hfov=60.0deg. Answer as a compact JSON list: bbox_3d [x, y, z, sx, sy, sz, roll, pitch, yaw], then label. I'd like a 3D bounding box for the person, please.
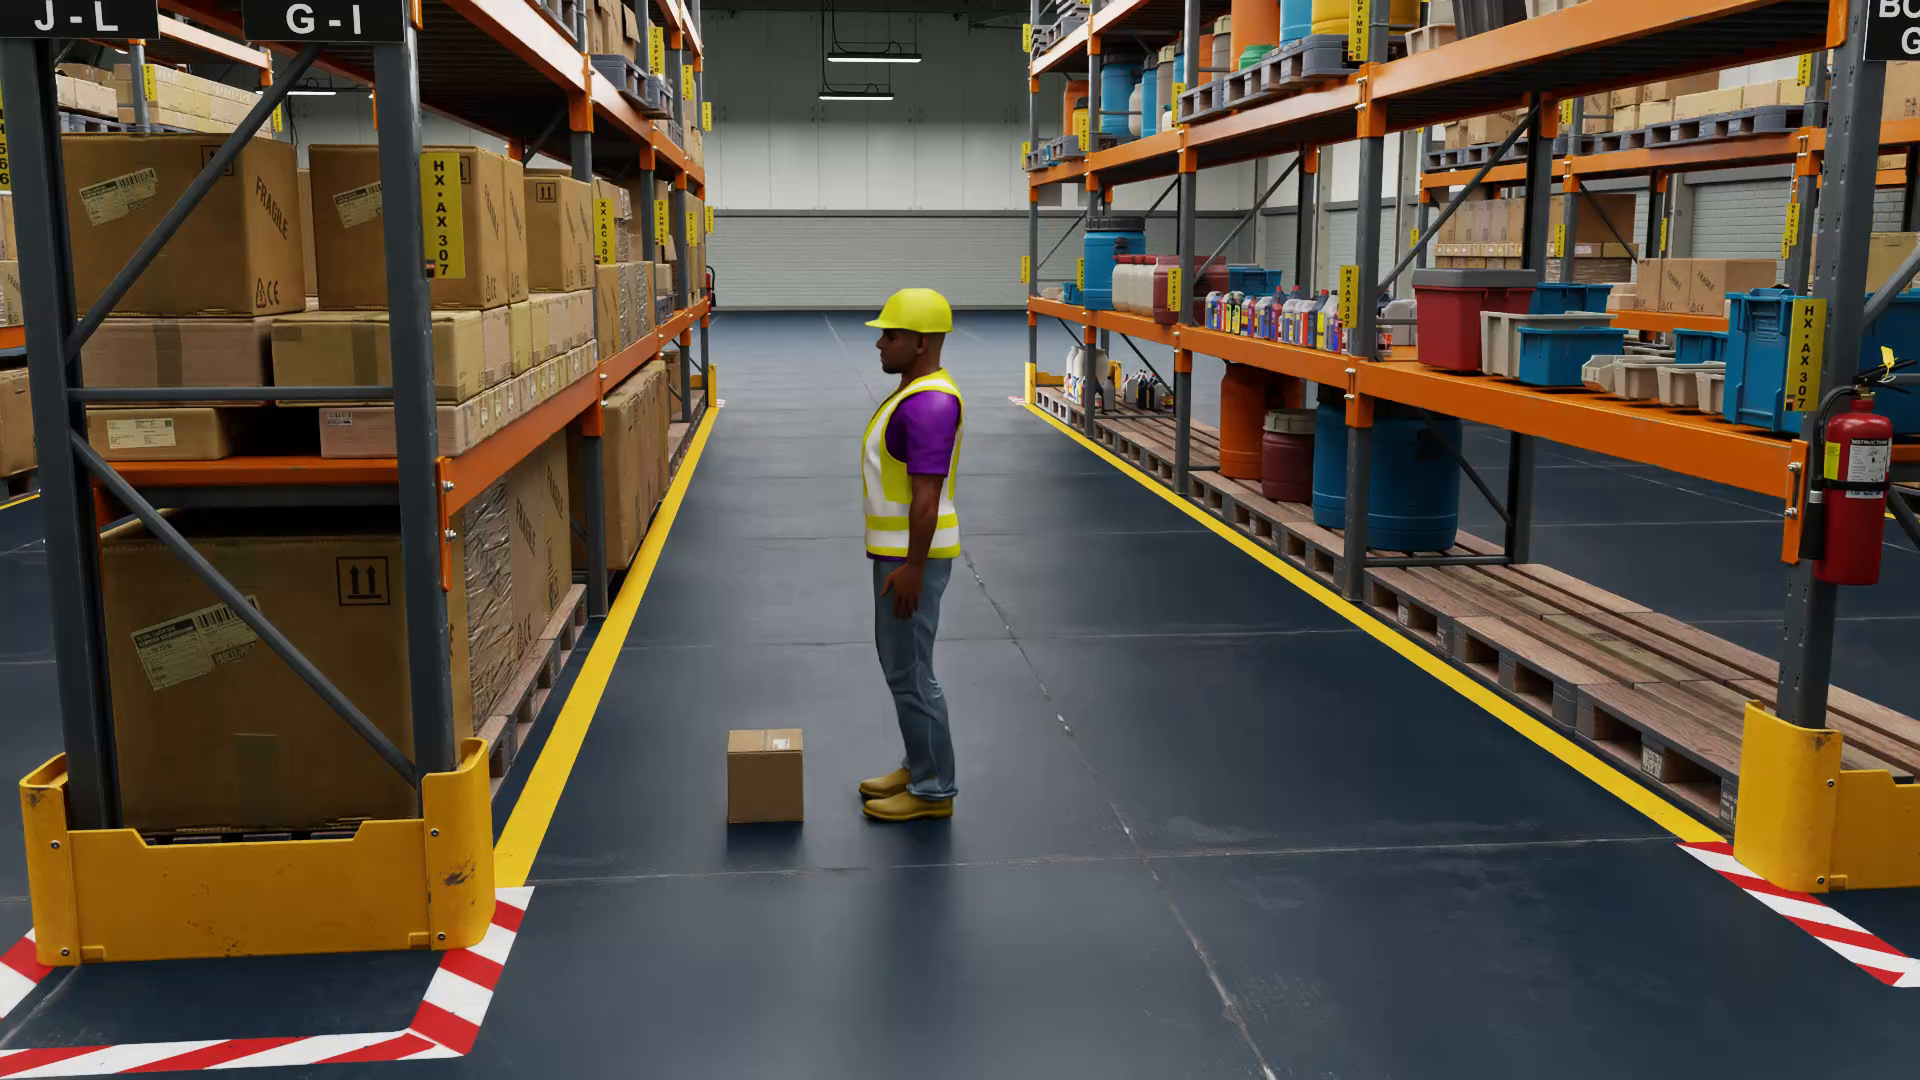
[{"bbox_3d":[-0.164,0.050,5.558,0.361,1.761,0.563,-1,10,-5],"label":"person"}]
